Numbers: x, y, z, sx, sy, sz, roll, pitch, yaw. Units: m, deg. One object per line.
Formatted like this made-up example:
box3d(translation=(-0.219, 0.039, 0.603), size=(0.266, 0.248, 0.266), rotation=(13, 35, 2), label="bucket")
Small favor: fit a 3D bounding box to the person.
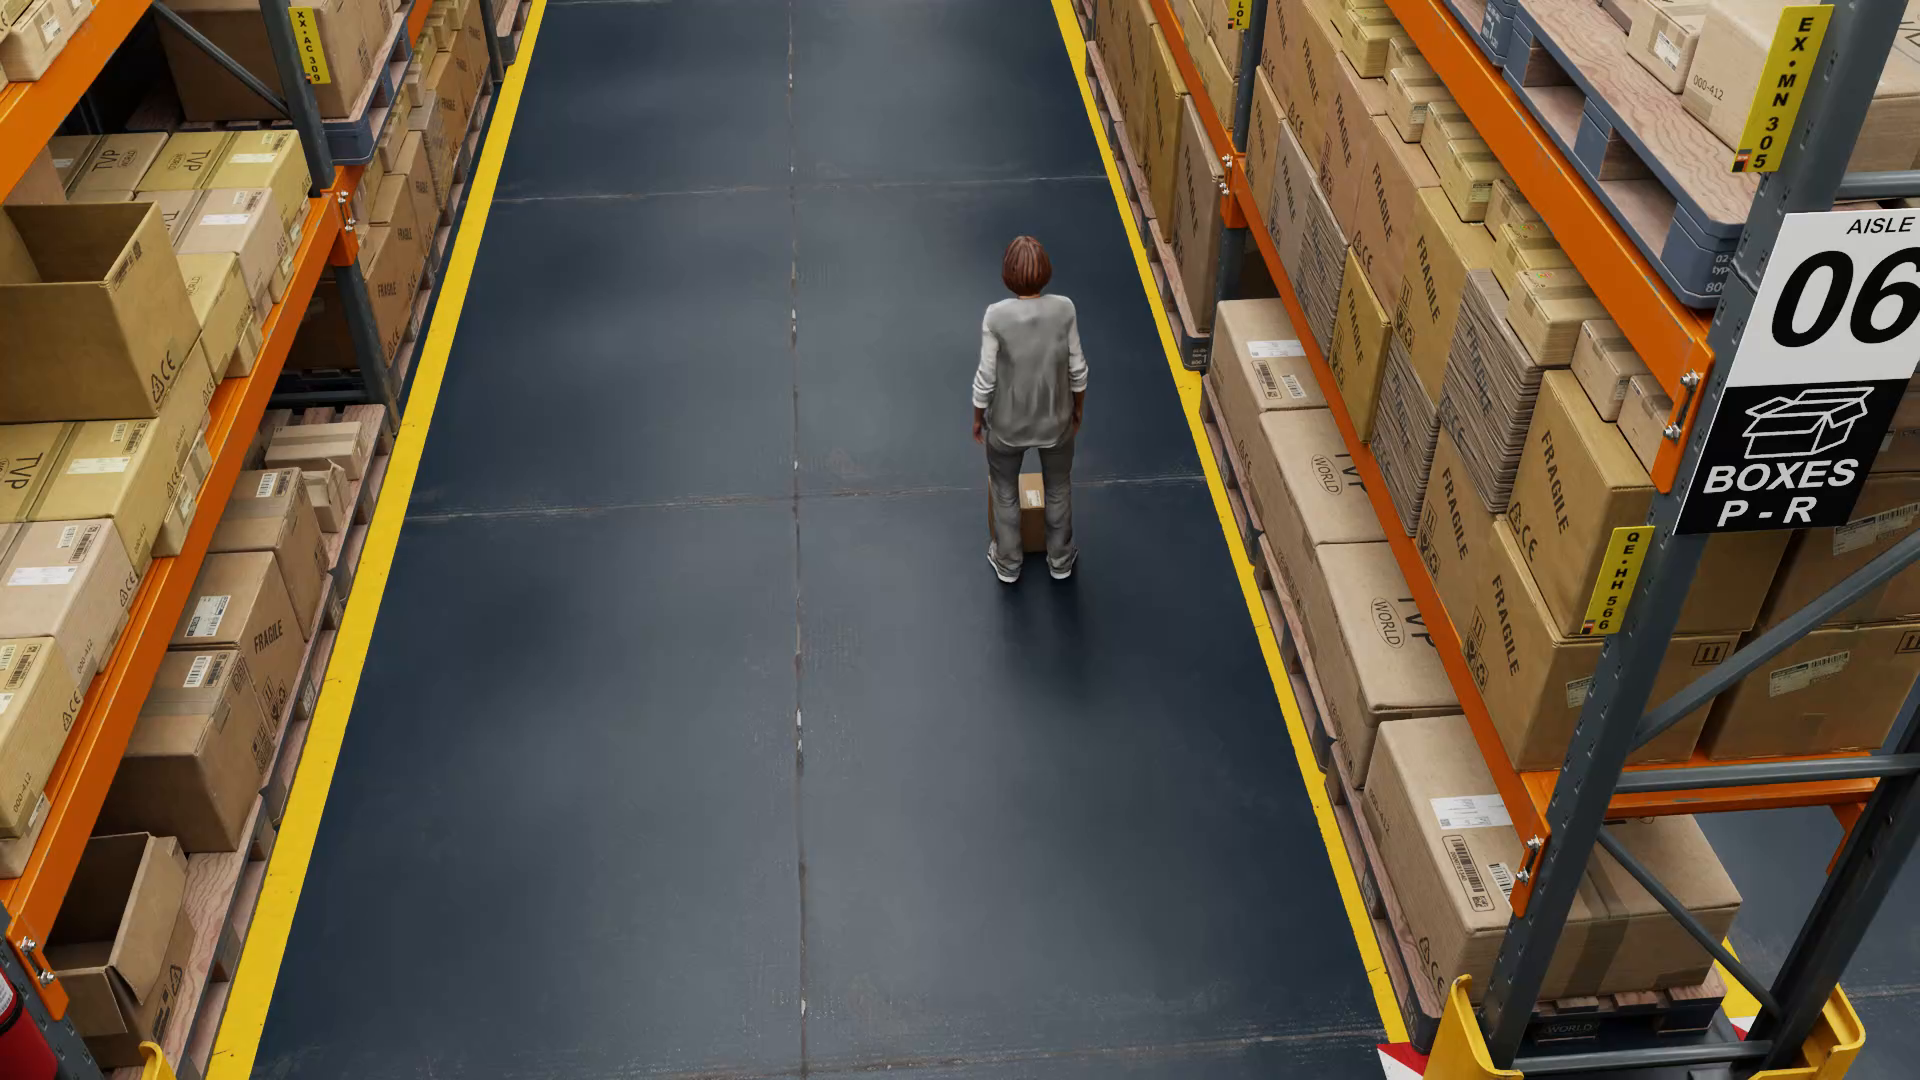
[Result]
box3d(translation=(0.285, -0.480, 6.752), size=(0.483, 1.581, 0.347), rotation=(-5, 40, -6), label="person")
